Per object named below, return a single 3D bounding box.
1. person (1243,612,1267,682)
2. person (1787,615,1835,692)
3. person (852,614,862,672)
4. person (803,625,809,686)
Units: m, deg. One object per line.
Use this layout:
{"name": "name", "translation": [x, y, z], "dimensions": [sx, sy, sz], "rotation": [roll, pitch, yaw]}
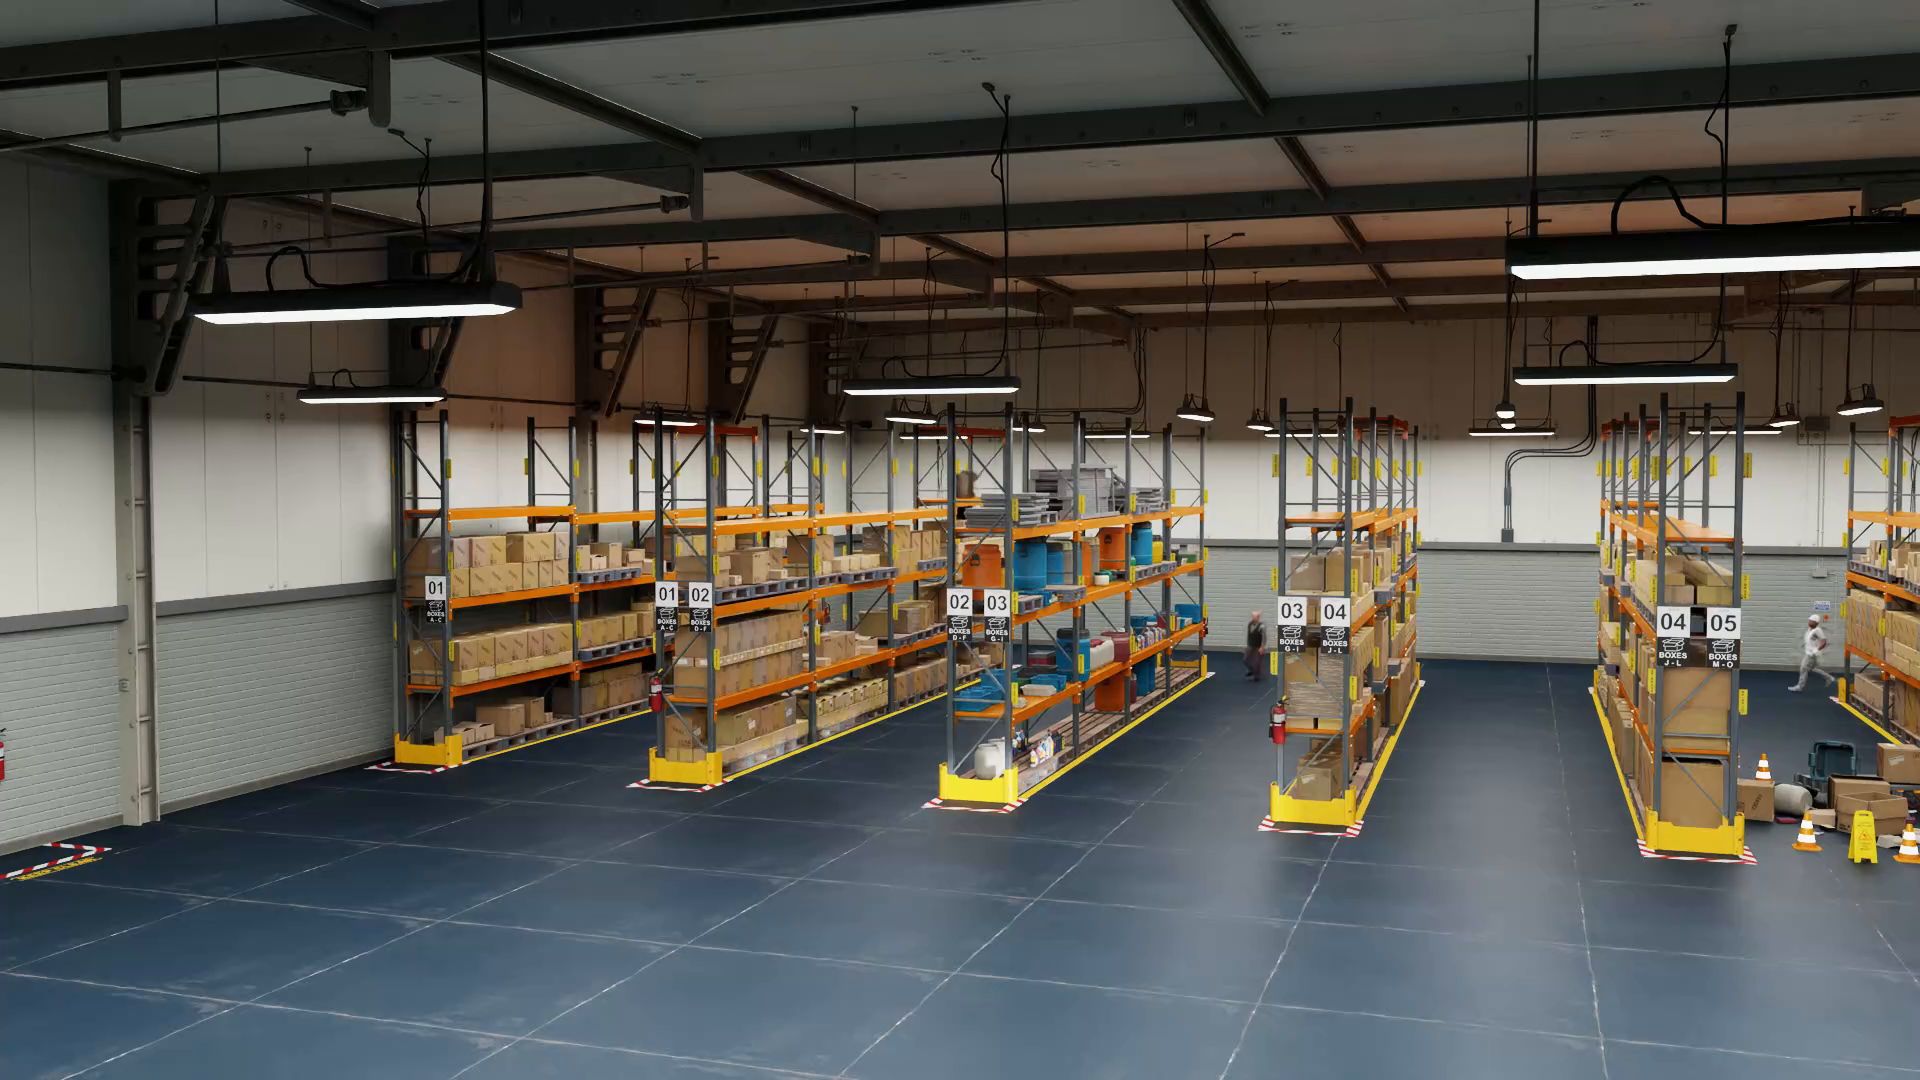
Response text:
{"name": "person", "translation": [6.933, 2.501, 39.021], "dimensions": [0.688, 1.676, 0.564], "rotation": [2, 3, 40]}
{"name": "person", "translation": [18.987, 2.537, 37.016], "dimensions": [0.968, 1.755, 0.732], "rotation": [1, 3, 20]}
{"name": "person", "translation": [-2.280, 2.523, 38.475], "dimensions": [0.591, 1.664, 0.929], "rotation": [1, 3, 15]}
{"name": "person", "translation": [-3.175, 2.644, 35.105], "dimensions": [0.717, 1.725, 0.990], "rotation": [0, 2, 5]}
